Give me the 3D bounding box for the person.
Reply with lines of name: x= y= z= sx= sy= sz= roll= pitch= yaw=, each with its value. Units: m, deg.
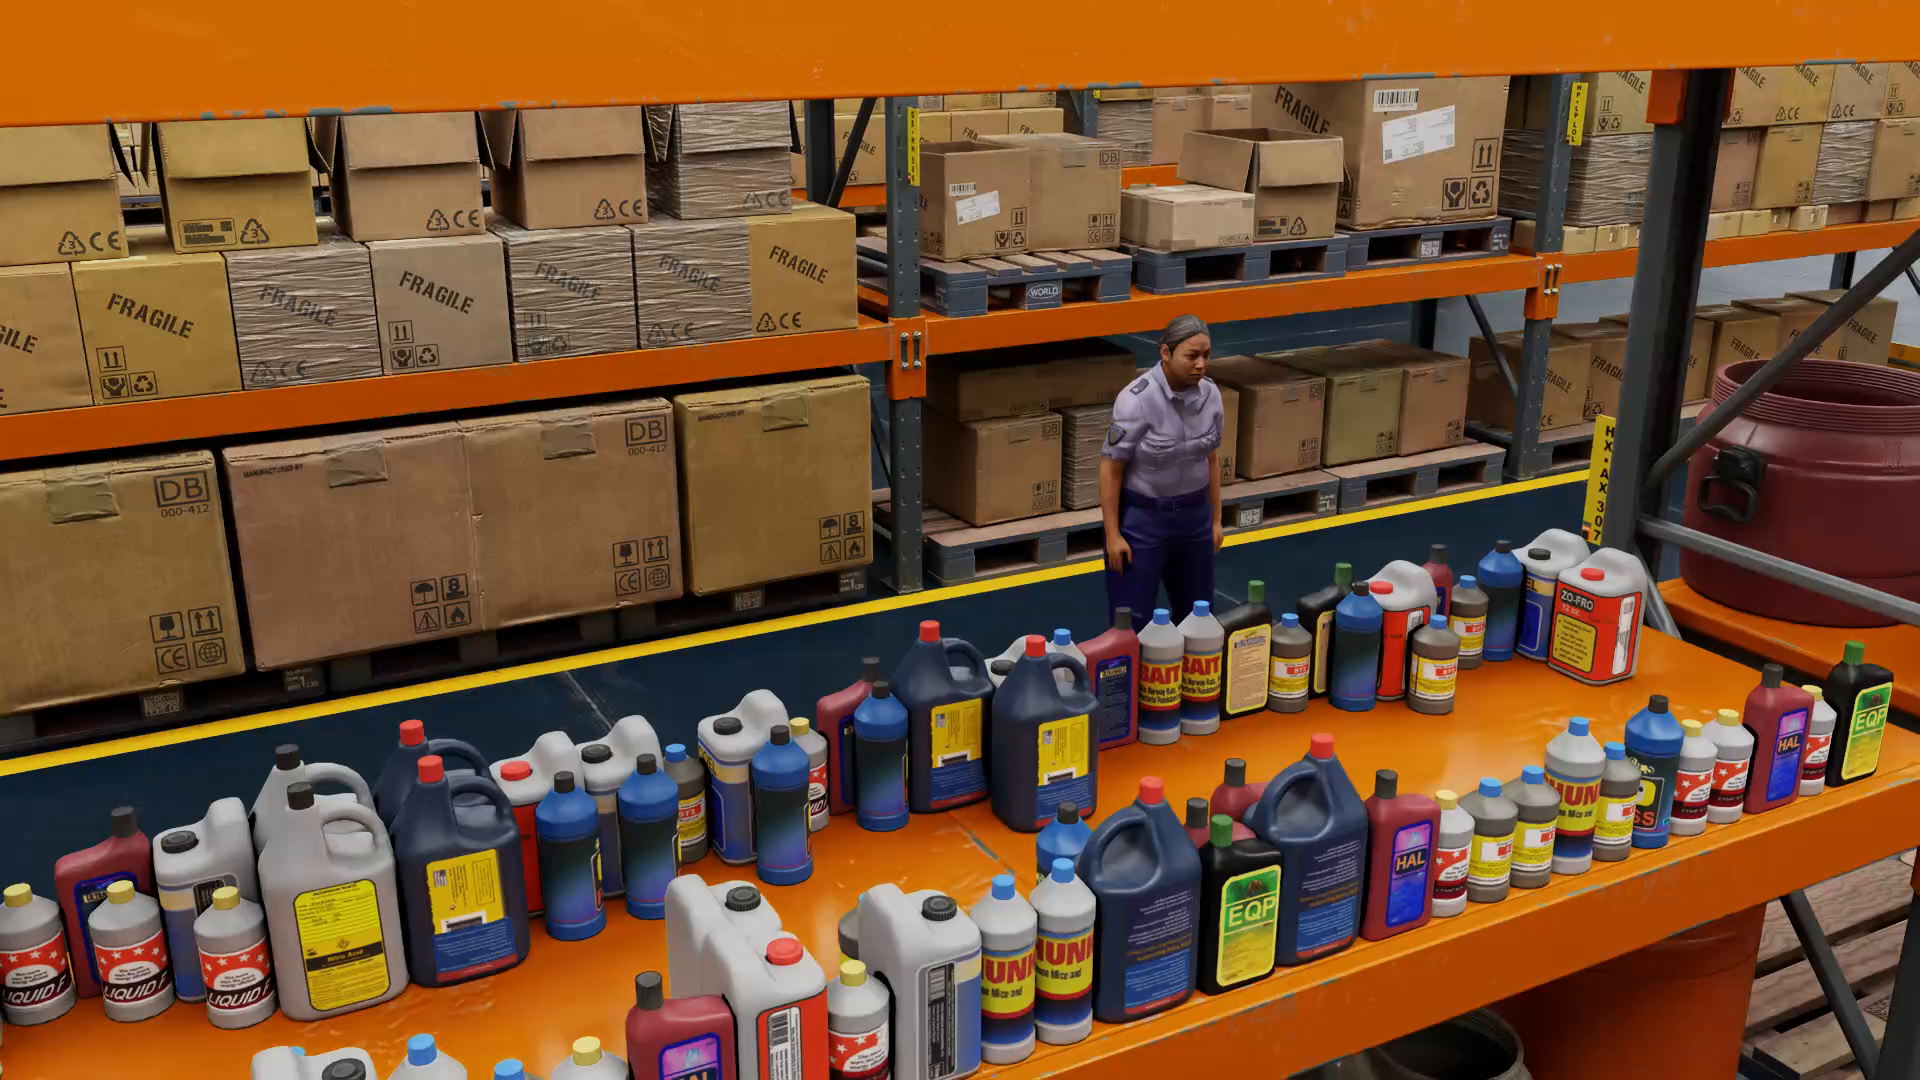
person: x=0.743 y=0.054 z=6.187 sx=0.528 sy=1.477 sz=0.374 roll=-10 pitch=21 yaw=-27
